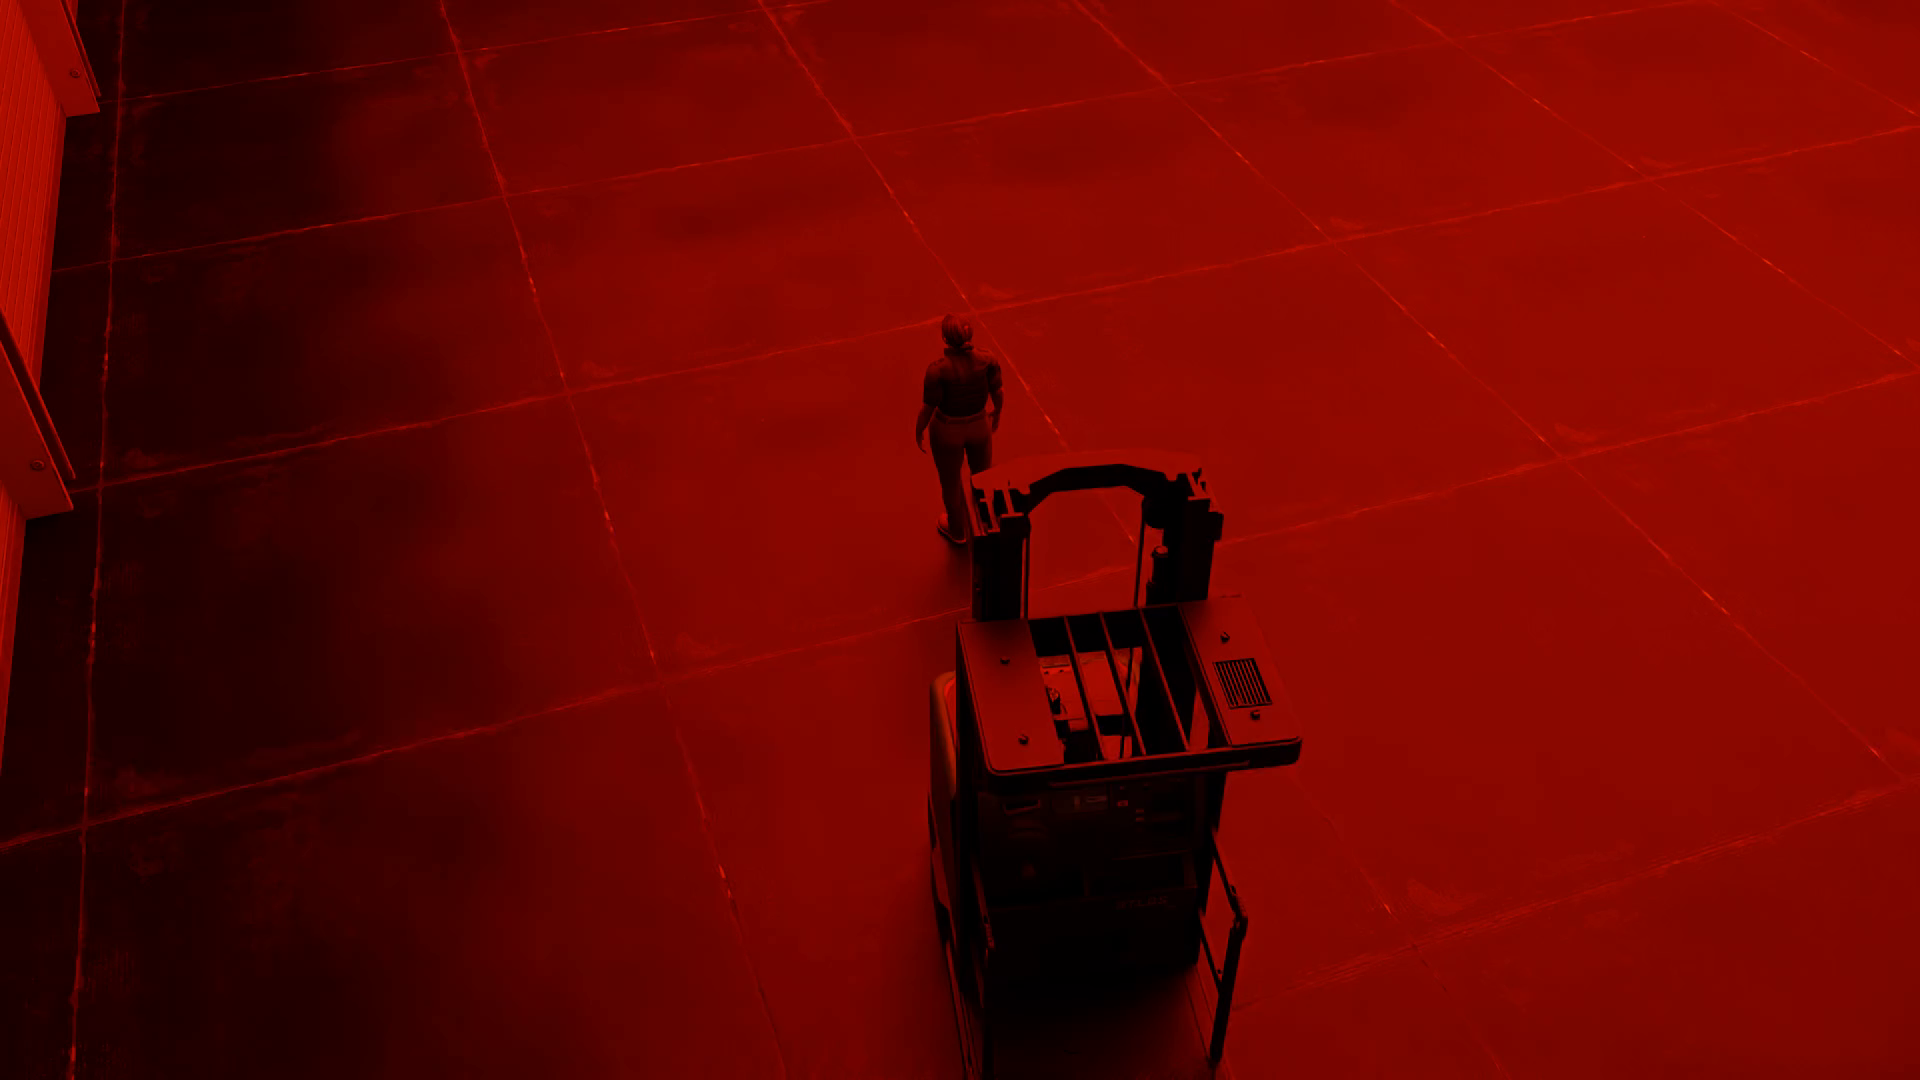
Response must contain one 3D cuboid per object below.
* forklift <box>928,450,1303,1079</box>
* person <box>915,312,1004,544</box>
[{"bbox_3d":[0.564,1.222,6.541,1.130,2.935,3.031,-5,40,-6],"label":"forklift"},{"bbox_3d":[-0.011,-0.697,9.807,0.569,1.656,0.503,-13,42,-15],"label":"person"}]
